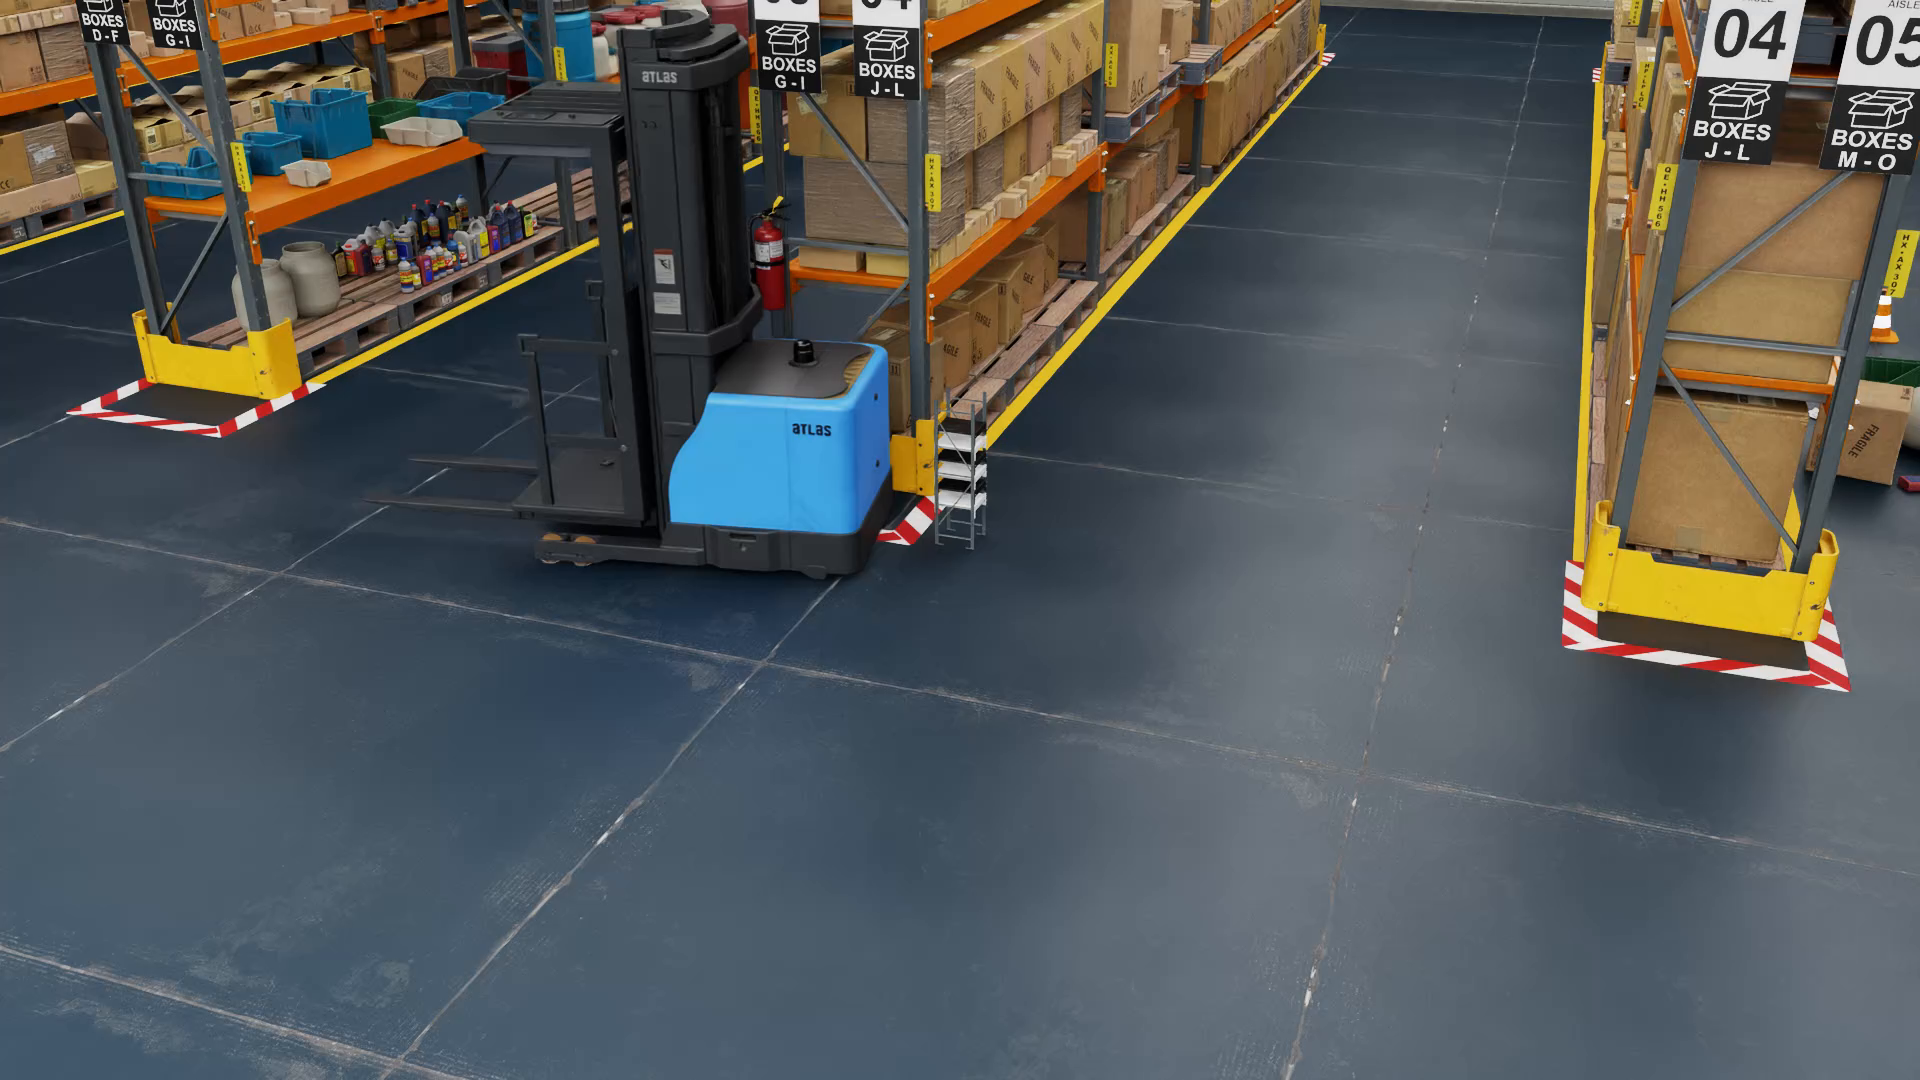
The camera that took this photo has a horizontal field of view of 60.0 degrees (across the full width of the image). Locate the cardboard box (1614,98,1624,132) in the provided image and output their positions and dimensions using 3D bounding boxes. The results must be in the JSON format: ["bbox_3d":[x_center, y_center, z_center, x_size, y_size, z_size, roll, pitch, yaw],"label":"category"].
[{"bbox_3d":[6.773,-4.196,16.499,0.500,0.250,0.500,9,27,18],"label":"cardboard box"}]

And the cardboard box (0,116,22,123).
[{"bbox_3d":[-9.288,-3.758,15.883,0.500,0.500,0.500,9,27,17],"label":"cardboard box"}]

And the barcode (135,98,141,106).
[{"bbox_3d":[-8.202,-4.371,16.597,0.001,0.075,0.075,9,27,17],"label":"barcode"}]

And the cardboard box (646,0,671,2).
[{"bbox_3d":[-4.635,-8.566,26.364,0.500,0.500,0.500,9,27,17],"label":"cardboard box"}]

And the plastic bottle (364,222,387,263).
[{"bbox_3d":[-4.936,-2.507,14.020,0.144,0.351,0.185,10,28,20],"label":"plastic bottle"}]

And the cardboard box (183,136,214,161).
[{"bbox_3d":[-8.141,-4.112,17.475,0.500,0.250,0.500,9,27,19],"label":"cardboard box"}]

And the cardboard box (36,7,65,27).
[{"bbox_3d":[-8.653,-4.914,15.598,0.380,0.149,0.250,8,27,16],"label":"cardboard box"}]

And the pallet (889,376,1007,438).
[{"bbox_3d":[-0.342,-0.844,11.251,1.003,0.211,1.213,9,27,17],"label":"pallet"}]

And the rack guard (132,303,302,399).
[{"bbox_3d":[-5.360,-1.371,12.007,1.175,0.500,0.348,9,27,17],"label":"rack guard"}]

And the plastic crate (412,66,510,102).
[{"bbox_3d":[-4.304,-3.877,14.386,0.767,0.338,0.504,9,27,17],"label":"plastic crate"}]

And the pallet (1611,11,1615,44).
[{"bbox_3d":[7.575,-5.530,17.951,1.003,0.211,1.213,9,27,17],"label":"pallet"}]

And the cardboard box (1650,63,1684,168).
[{"bbox_3d":[4.766,-2.584,10.234,0.875,0.550,0.550,9,27,17],"label":"cardboard box"}]

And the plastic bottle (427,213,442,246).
[{"bbox_3d":[-4.604,-2.723,14.557,0.097,0.271,0.097,0,26,0],"label":"plastic bottle"}]

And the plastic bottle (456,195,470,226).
[{"bbox_3d":[-4.530,-3.004,15.138,0.097,0.271,0.097,0,26,0],"label":"plastic bottle"}]

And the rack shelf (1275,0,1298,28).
[{"bbox_3d":[3.988,-7.169,21.939,1.077,0.370,4.000,9,27,17],"label":"rack shelf"}]

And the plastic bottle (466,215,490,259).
[{"bbox_3d":[-4.124,-2.589,14.190,0.144,0.351,0.185,9,27,17],"label":"plastic bottle"}]

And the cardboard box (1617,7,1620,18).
[{"bbox_3d":[6.798,-5.275,16.668,0.380,0.149,0.250,9,27,19],"label":"cardboard box"}]

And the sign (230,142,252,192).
[{"bbox_3d":[-4.824,-2.501,11.155,0.100,0.325,0.005,9,27,17],"label":"sign"}]

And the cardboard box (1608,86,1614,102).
[{"bbox_3d":[7.850,-5.238,19.575,0.380,0.149,0.250,7,27,15],"label":"cardboard box"}]

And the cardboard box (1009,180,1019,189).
[{"bbox_3d":[0.198,-2.433,11.621,0.380,0.149,0.250,9,27,17],"label":"cardboard box"}]

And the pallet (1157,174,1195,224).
[{"bbox_3d":[1.730,-3.451,16.635,1.003,0.211,1.213,9,27,17],"label":"pallet"}]

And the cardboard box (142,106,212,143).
[{"bbox_3d":[-8.136,-4.364,17.350,0.500,0.311,0.500,8,27,17],"label":"cardboard box"}]

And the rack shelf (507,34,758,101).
[{"bbox_3d":[-3.345,-4.599,16.633,1.077,0.370,4.000,9,27,17],"label":"rack shelf"}]

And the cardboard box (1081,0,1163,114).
[{"bbox_3d":[1.057,-4.148,13.705,1.000,1.000,1.000,9,27,18],"label":"cardboard box"}]

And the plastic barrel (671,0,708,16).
[{"bbox_3d":[-2.820,-5.342,17.212,0.421,0.512,0.421,0,26,0],"label":"plastic barrel"}]

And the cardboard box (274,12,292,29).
[{"bbox_3d":[-7.720,-5.820,18.616,0.380,0.149,0.250,11,28,21],"label":"cardboard box"}]

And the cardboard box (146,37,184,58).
[{"bbox_3d":[-8.192,-5.043,17.011,0.380,0.149,0.250,9,27,17],"label":"cardboard box"}]

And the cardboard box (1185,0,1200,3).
[{"bbox_3d":[2.250,-5.821,17.065,0.797,0.503,0.637,10,27,19],"label":"cardboard box"}]

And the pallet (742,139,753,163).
[{"bbox_3d":[-2.973,-4.177,18.135,1.003,0.211,1.213,9,27,17],"label":"pallet"}]

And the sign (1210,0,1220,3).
[{"bbox_3d":[2.507,-5.438,16.301,0.100,0.325,0.005,9,27,17],"label":"sign"}]

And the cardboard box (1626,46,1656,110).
[{"bbox_3d":[6.065,-3.956,14.364,0.500,0.500,0.500,8,27,17],"label":"cardboard box"}]

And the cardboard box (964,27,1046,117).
[{"bbox_3d":[0.268,-3.171,11.254,0.500,0.500,0.500,9,27,17],"label":"cardboard box"}]

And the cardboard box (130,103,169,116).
[{"bbox_3d":[-8.648,-4.448,17.524,0.500,0.311,0.500,10,27,19],"label":"cardboard box"}]

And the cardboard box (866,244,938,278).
[{"bbox_3d":[-0.351,-1.709,10.125,0.380,0.149,0.250,9,27,17],"label":"cardboard box"}]

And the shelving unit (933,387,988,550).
[{"bbox_3d":[0.003,-0.408,9.561,0.258,0.900,0.210,9,27,17],"label":"shelving unit"}]

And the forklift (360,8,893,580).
[{"bbox_3d":[-1.968,-1.391,9.261,3.031,2.935,1.130,4,26,9],"label":"forklift"}]

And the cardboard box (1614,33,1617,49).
[{"bbox_3d":[6.535,-4.819,16.067,0.380,0.149,0.250,9,27,18],"label":"cardboard box"}]

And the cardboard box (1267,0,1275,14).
[{"bbox_3d":[3.425,-6.484,19.585,0.500,0.500,0.500,9,27,18],"label":"cardboard box"}]

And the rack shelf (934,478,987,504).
[{"bbox_3d":[0.003,-0.297,9.615,0.258,0.077,0.200,9,27,17],"label":"rack shelf"}]

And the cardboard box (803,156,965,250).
[{"bbox_3d":[-0.462,-2.140,10.272,0.875,0.500,0.500,9,27,17],"label":"cardboard box"}]

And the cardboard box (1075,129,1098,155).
[{"bbox_3d":[0.866,-3.139,13.079,0.380,0.149,0.250,9,27,17],"label":"cardboard box"}]

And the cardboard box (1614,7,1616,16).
[{"bbox_3d":[7.228,-5.674,17.832,0.380,0.149,0.250,9,27,18],"label":"cardboard box"}]

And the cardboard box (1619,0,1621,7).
[{"bbox_3d":[6.798,-5.409,16.603,0.380,0.149,0.250,10,28,20],"label":"cardboard box"}]

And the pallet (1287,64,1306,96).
[{"bbox_3d":[4.054,-6.220,22.354,1.003,0.211,1.213,9,27,17],"label":"pallet"}]

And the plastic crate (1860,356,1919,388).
[{"bbox_3d":[6.482,-1.121,11.784,0.662,0.188,0.450,-20,23,-36],"label":"plastic crate"}]

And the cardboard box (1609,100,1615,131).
[{"bbox_3d":[7.296,-4.491,17.970,0.500,0.500,0.500,10,28,20],"label":"cardboard box"}]

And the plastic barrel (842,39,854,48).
[{"bbox_3d":[-1.545,-6.412,21.478,0.600,0.901,0.708,9,27,17],"label":"plastic barrel"}]

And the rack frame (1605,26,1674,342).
[{"bbox_3d":[5.304,-2.622,11.724,1.000,3.000,0.127,9,27,17],"label":"rack frame"}]

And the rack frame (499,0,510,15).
[{"bbox_3d":[-6.018,-8.109,23.055,1.000,3.000,0.127,9,27,17],"label":"rack frame"}]

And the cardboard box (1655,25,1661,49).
[{"bbox_3d":[6.309,-4.370,14.071,0.700,0.500,0.500,8,27,17],"label":"cardboard box"}]

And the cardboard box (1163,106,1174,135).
[{"bbox_3d":[1.797,-4.158,16.398,0.500,0.250,0.500,10,28,20],"label":"cardboard box"}]

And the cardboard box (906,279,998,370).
[{"bbox_3d":[-0.054,-1.563,11.922,0.500,0.500,0.500,11,28,22],"label":"cardboard box"}]

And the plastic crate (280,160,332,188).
[{"bbox_3d":[-4.740,-2.660,12.104,0.298,0.136,0.250,9,27,17],"label":"plastic crate"}]

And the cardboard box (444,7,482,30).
[{"bbox_3d":[-6.741,-6.945,22.155,0.500,0.250,0.500,9,27,18],"label":"cardboard box"}]

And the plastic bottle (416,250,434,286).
[{"bbox_3d":[-4.351,-2.223,13.512,0.061,0.283,0.133,9,27,18],"label":"plastic bottle"}]

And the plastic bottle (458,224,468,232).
[{"bbox_3d":[-4.229,-2.563,14.214,0.061,0.283,0.133,9,27,17],"label":"plastic bottle"}]

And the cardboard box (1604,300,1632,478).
[{"bbox_3d":[4.427,-0.861,10.043,0.875,0.875,0.875,8,27,17],"label":"cardboard box"}]

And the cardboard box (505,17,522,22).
[{"bbox_3d":[-5.912,-6.937,23.000,0.500,0.500,0.500,9,27,17],"label":"cardboard box"}]
